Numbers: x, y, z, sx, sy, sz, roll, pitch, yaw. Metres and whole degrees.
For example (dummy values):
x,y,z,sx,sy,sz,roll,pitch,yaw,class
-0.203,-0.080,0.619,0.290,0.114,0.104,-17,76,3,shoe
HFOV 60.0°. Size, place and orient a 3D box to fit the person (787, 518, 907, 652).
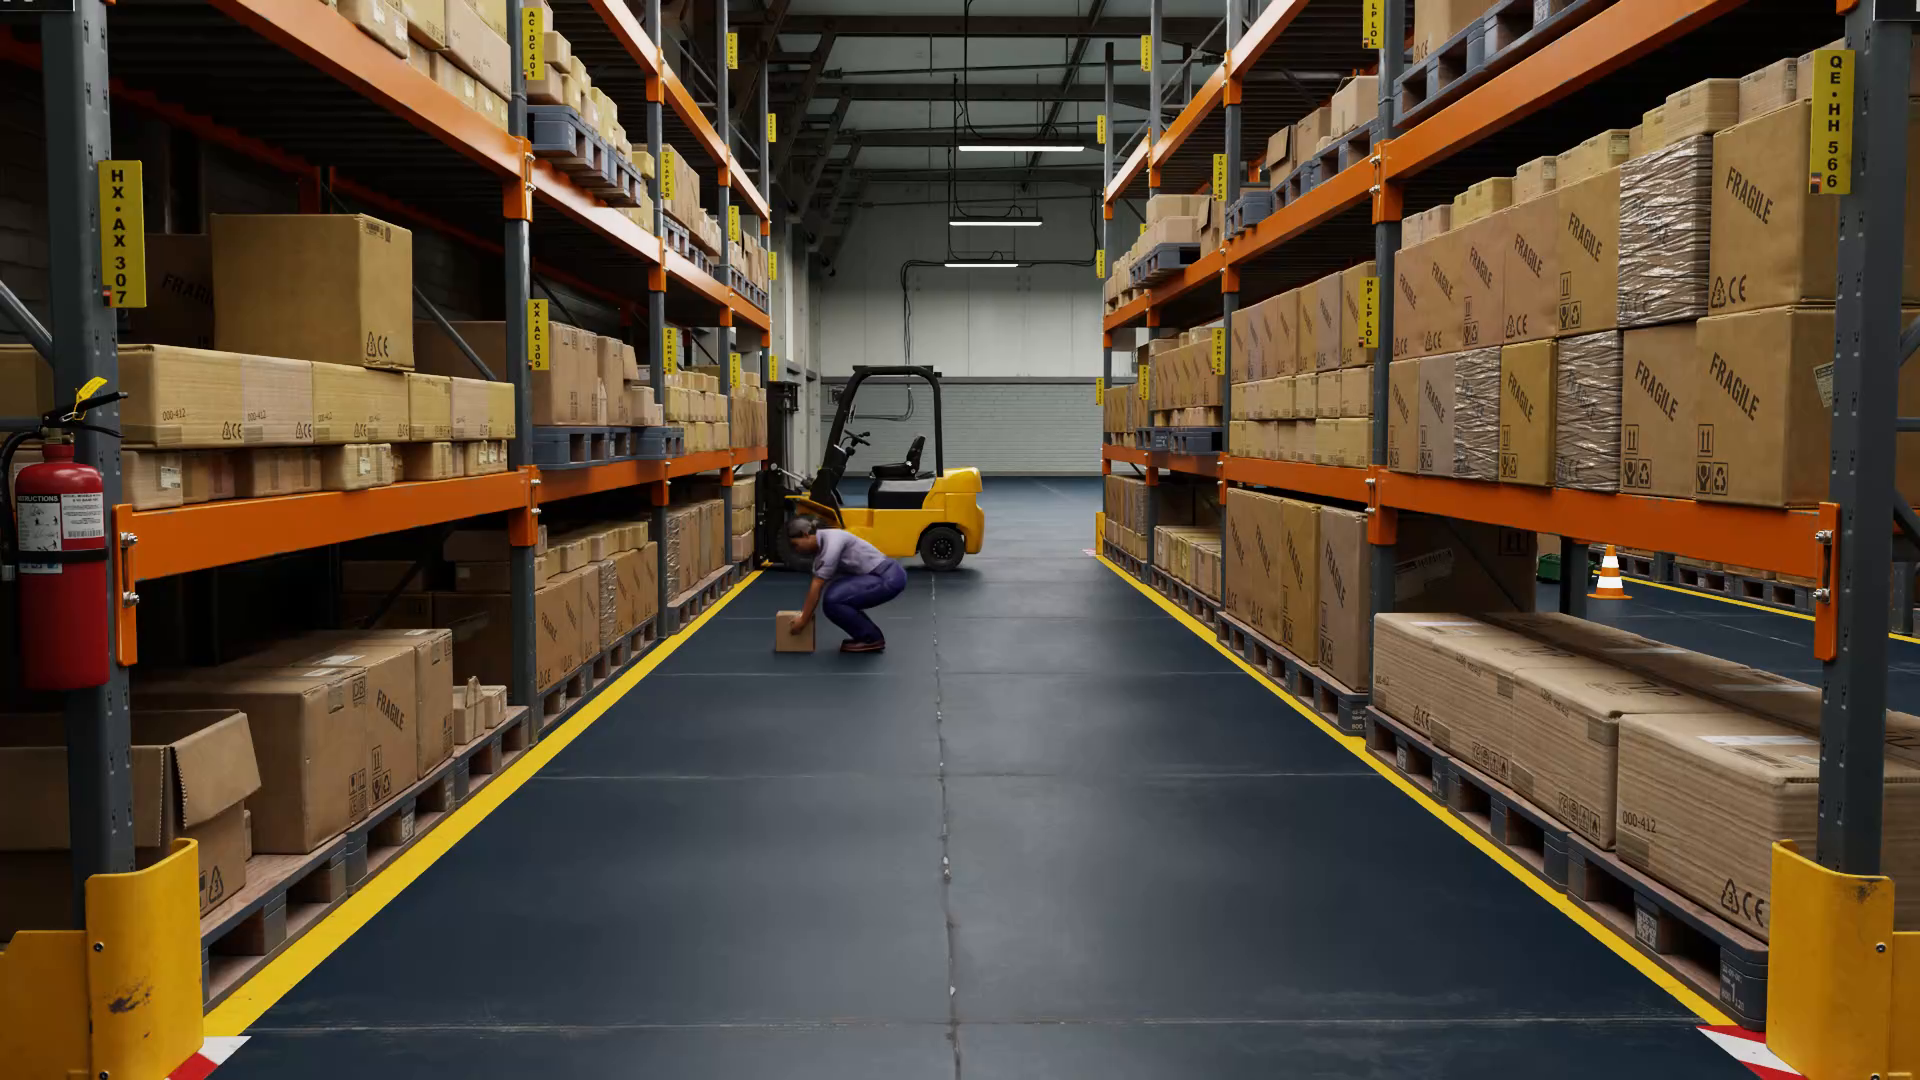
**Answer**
x,y,z,sx,sy,sz,roll,pitch,yaw,class
-0.767,0.301,11.276,0.822,0.899,0.526,0,4,-2,person
